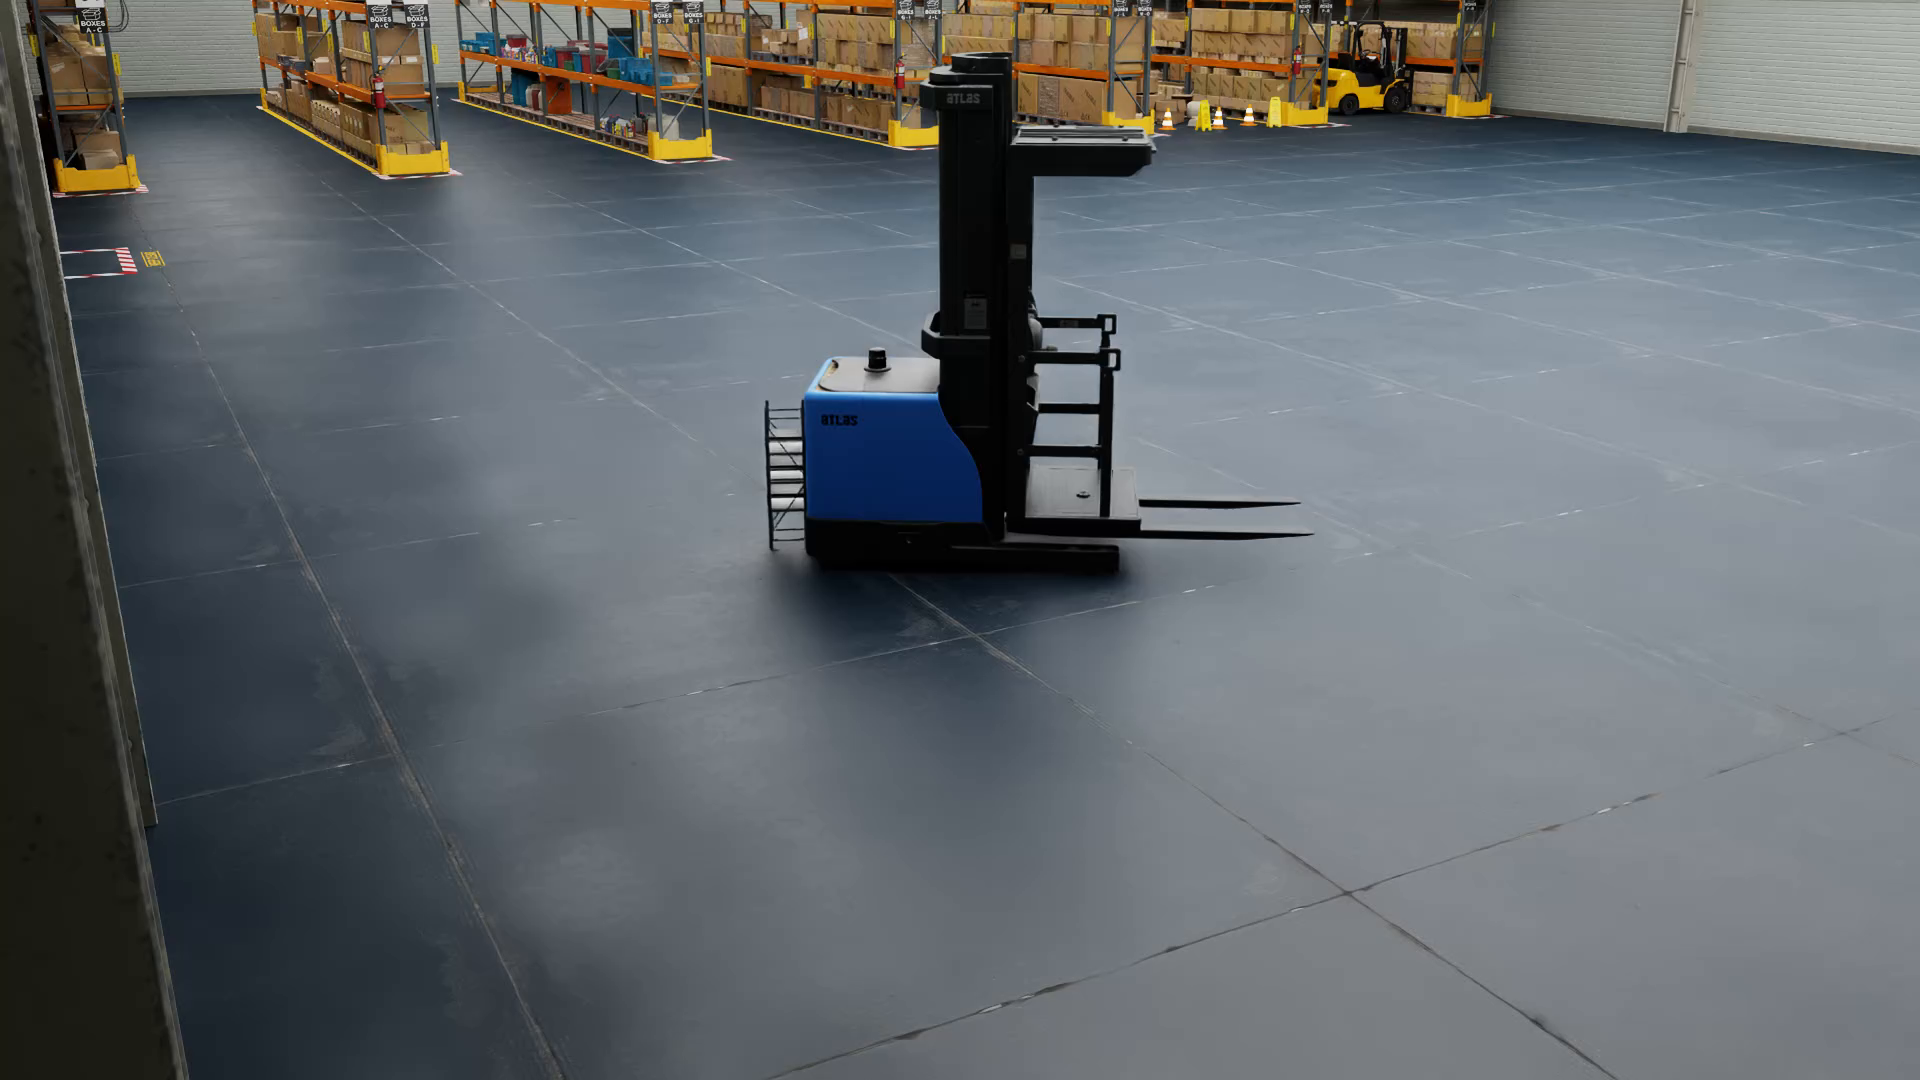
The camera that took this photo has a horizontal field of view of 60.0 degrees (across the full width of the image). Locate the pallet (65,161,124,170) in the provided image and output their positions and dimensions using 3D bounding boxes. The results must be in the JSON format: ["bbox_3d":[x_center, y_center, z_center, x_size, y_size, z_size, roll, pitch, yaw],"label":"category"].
[{"bbox_3d":[-14.870,-6.373,28.589,1.003,0.211,1.213,-10,21,-27],"label":"pallet"}]

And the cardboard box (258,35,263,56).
[{"bbox_3d":[-17.165,-12.321,41.400,0.500,0.500,0.500,-9,21,-26],"label":"cardboard box"}]

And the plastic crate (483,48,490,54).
[{"bbox_3d":[-11.651,-12.238,41.642,0.437,0.125,0.590,-10,21,-27],"label":"plastic crate"}]

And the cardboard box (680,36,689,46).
[{"bbox_3d":[-6.965,-12.983,43.245,0.500,0.250,0.500,-10,22,-28],"label":"cardboard box"}]

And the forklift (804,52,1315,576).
[{"bbox_3d":[0.616,-1.352,9.869,3.031,2.935,1.130,1,19,3],"label":"forklift"}]

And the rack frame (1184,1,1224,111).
[{"bbox_3d":[5.996,-12.065,40.812,1.000,3.000,0.127,-10,21,-27],"label":"rack frame"}]

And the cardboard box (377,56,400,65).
[{"bbox_3d":[-9.895,-8.283,28.703,0.380,0.149,0.250,-10,22,-28],"label":"cardboard box"}]

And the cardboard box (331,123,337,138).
[{"bbox_3d":[-12.136,-8.115,32.937,0.500,0.250,0.500,-10,22,-27],"label":"cardboard box"}]

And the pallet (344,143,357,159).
[{"bbox_3d":[-11.105,-7.444,31.695,1.003,0.211,1.213,-10,21,-27],"label":"pallet"}]

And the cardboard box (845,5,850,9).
[{"bbox_3d":[-2.823,-14.467,45.631,0.500,0.500,0.500,-11,22,-28],"label":"cardboard box"}]

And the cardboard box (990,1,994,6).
[{"bbox_3d":[1.089,-15.673,48.586,0.380,0.149,0.250,-10,21,-27],"label":"cardboard box"}]

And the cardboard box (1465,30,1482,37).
[{"bbox_3d":[12.329,-12.179,39.992,0.380,0.149,0.250,-11,22,-28],"label":"cardboard box"}]

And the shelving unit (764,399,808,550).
[{"bbox_3d":[-1.062,-0.398,10.219,0.258,0.900,0.210,-1,19,-4],"label":"shelving unit"}]

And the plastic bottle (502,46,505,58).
[{"bbox_3d":[-11.021,-11.795,40.208,0.061,0.283,0.133,-10,21,-27],"label":"plastic bottle"}]

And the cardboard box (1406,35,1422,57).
[{"bbox_3d":[11.315,-12.132,40.853,0.500,0.500,0.500,-10,22,-28],"label":"cardboard box"}]

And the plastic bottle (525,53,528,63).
[{"bbox_3d":[-10.023,-11.165,38.509,0.097,0.201,0.097,0,19,0],"label":"plastic bottle"}]

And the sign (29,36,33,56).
[{"bbox_3d":[-16.290,-8.689,29.253,0.100,0.325,0.005,-10,21,-27],"label":"sign"}]

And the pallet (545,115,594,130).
[{"bbox_3d":[-8.650,-9.365,37.261,1.003,0.211,1.213,-10,21,-27],"label":"pallet"}]

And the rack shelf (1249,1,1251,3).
[{"bbox_3d":[7.513,-15.636,47.663,1.077,0.370,4.000,-10,21,-27],"label":"rack shelf"}]

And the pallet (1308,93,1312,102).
[{"bbox_3d":[9.978,-11.723,44.094,1.003,0.211,1.213,-10,21,-27],"label":"pallet"}]

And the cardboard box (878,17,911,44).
[{"bbox_3d":[-1.305,-10.162,33.155,0.500,0.500,0.500,-10,21,-27],"label":"cardboard box"}]

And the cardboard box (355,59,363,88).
[{"bbox_3d":[-10.738,-8.623,30.683,0.700,0.500,0.500,-10,21,-26],"label":"cardboard box"}]

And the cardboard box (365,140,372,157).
[{"bbox_3d":[-10.309,-6.997,29.697,0.500,0.250,0.500,-10,21,-27],"label":"cardboard box"}]

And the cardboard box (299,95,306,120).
[{"bbox_3d":[-14.241,-9.552,36.687,0.500,0.500,0.500,-11,22,-29],"label":"cardboard box"}]

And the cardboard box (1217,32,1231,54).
[{"bbox_3d":[6.446,-11.797,39.426,0.500,0.500,0.500,-10,21,-27],"label":"cardboard box"}]

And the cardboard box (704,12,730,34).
[{"bbox_3d":[-6.214,-13.166,42.312,0.797,0.503,0.637,-11,22,-28],"label":"cardboard box"}]

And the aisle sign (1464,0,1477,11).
[{"bbox_3d":[12.035,-12.852,39.105,0.394,0.787,0.004,-10,21,-27],"label":"aisle sign"}]

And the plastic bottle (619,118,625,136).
[{"bbox_3d":[-6.686,-8.193,32.978,0.144,0.351,0.185,-9,21,-24],"label":"plastic bottle"}]

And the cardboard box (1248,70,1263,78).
[{"bbox_3d":[6.936,-10.834,38.672,0.380,0.149,0.250,-10,21,-26],"label":"cardboard box"}]

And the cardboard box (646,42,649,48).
[{"bbox_3d":[-8.422,-13.630,45.732,0.380,0.149,0.250,-10,22,-27],"label":"cardboard box"}]

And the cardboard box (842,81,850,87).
[{"bbox_3d":[-3.089,-12.774,46.593,0.380,0.149,0.250,-10,21,-27],"label":"cardboard box"}]

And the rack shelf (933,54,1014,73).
[{"bbox_3d":[0.738,-11.504,40.288,1.077,0.370,4.000,-10,21,-27],"label":"rack shelf"}]

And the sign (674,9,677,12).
[{"bbox_3d":[-7.940,-14.715,46.352,0.100,0.325,0.005,-10,21,-27],"label":"sign"}]

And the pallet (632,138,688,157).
[{"bbox_3d":[-5.643,-7.545,31.988,1.003,0.211,1.213,-10,21,-27],"label":"pallet"}]

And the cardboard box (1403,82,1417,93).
[{"bbox_3d":[11.264,-11.204,41.121,0.500,0.250,0.500,-11,22,-28],"label":"cardboard box"}]

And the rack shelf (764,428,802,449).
[{"bbox_3d":[-1.062,-0.622,10.142,0.258,0.077,0.200,-1,19,-4],"label":"rack shelf"}]

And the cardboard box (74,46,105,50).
[{"bbox_3d":[-15.306,-8.434,29.338,0.500,0.500,0.500,-10,21,-27],"label":"cardboard box"}]

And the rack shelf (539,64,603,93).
[{"bbox_3d":[-8.034,-9.997,35.922,1.077,0.370,4.000,-10,21,-27],"label":"rack shelf"}]

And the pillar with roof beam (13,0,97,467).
[{"bbox_3d":[-2.661,-5.483,12.539,9.100,9.000,0.400,-10,21,-27],"label":"pillar with roof beam"}]

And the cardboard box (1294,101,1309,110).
[{"bbox_3d":[7.756,-10.090,38.660,0.500,0.250,0.500,-10,21,-27],"label":"cardboard box"}]

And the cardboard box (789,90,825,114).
[{"bbox_3d":[-3.474,-10.037,38.091,0.700,0.500,0.500,-12,22,-31],"label":"cardboard box"}]

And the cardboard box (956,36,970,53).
[{"bbox_3d":[0.247,-12.004,40.482,0.500,0.500,0.500,-10,21,-27],"label":"cardboard box"}]

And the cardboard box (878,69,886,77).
[{"bbox_3d":[-1.425,-9.449,33.615,0.380,0.149,0.250,-10,21,-27],"label":"cardboard box"}]

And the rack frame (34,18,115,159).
[{"bbox_3d":[-15.803,-8.229,29.694,1.000,3.000,0.127,-10,21,-27],"label":"rack frame"}]

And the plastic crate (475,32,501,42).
[{"bbox_3d":[-12.459,-13.186,43.914,0.616,0.435,0.499,-10,21,-27],"label":"plastic crate"}]

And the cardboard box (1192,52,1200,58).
[{"bbox_3d":[5.863,-11.807,40.447,0.380,0.149,0.250,-10,21,-27],"label":"cardboard box"}]

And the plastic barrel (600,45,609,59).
[{"bbox_3d":[-7.346,-10.136,35.013,0.433,0.535,0.433,0,19,0],"label":"plastic barrel"}]

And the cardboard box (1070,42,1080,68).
[{"bbox_3d":[2.935,-10.627,36.413,0.875,0.550,0.550,-10,21,-27],"label":"cardboard box"}]

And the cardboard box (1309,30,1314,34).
[{"bbox_3d":[9.416,-13.396,44.133,0.500,0.250,0.500,-10,21,-26],"label":"cardboard box"}]
